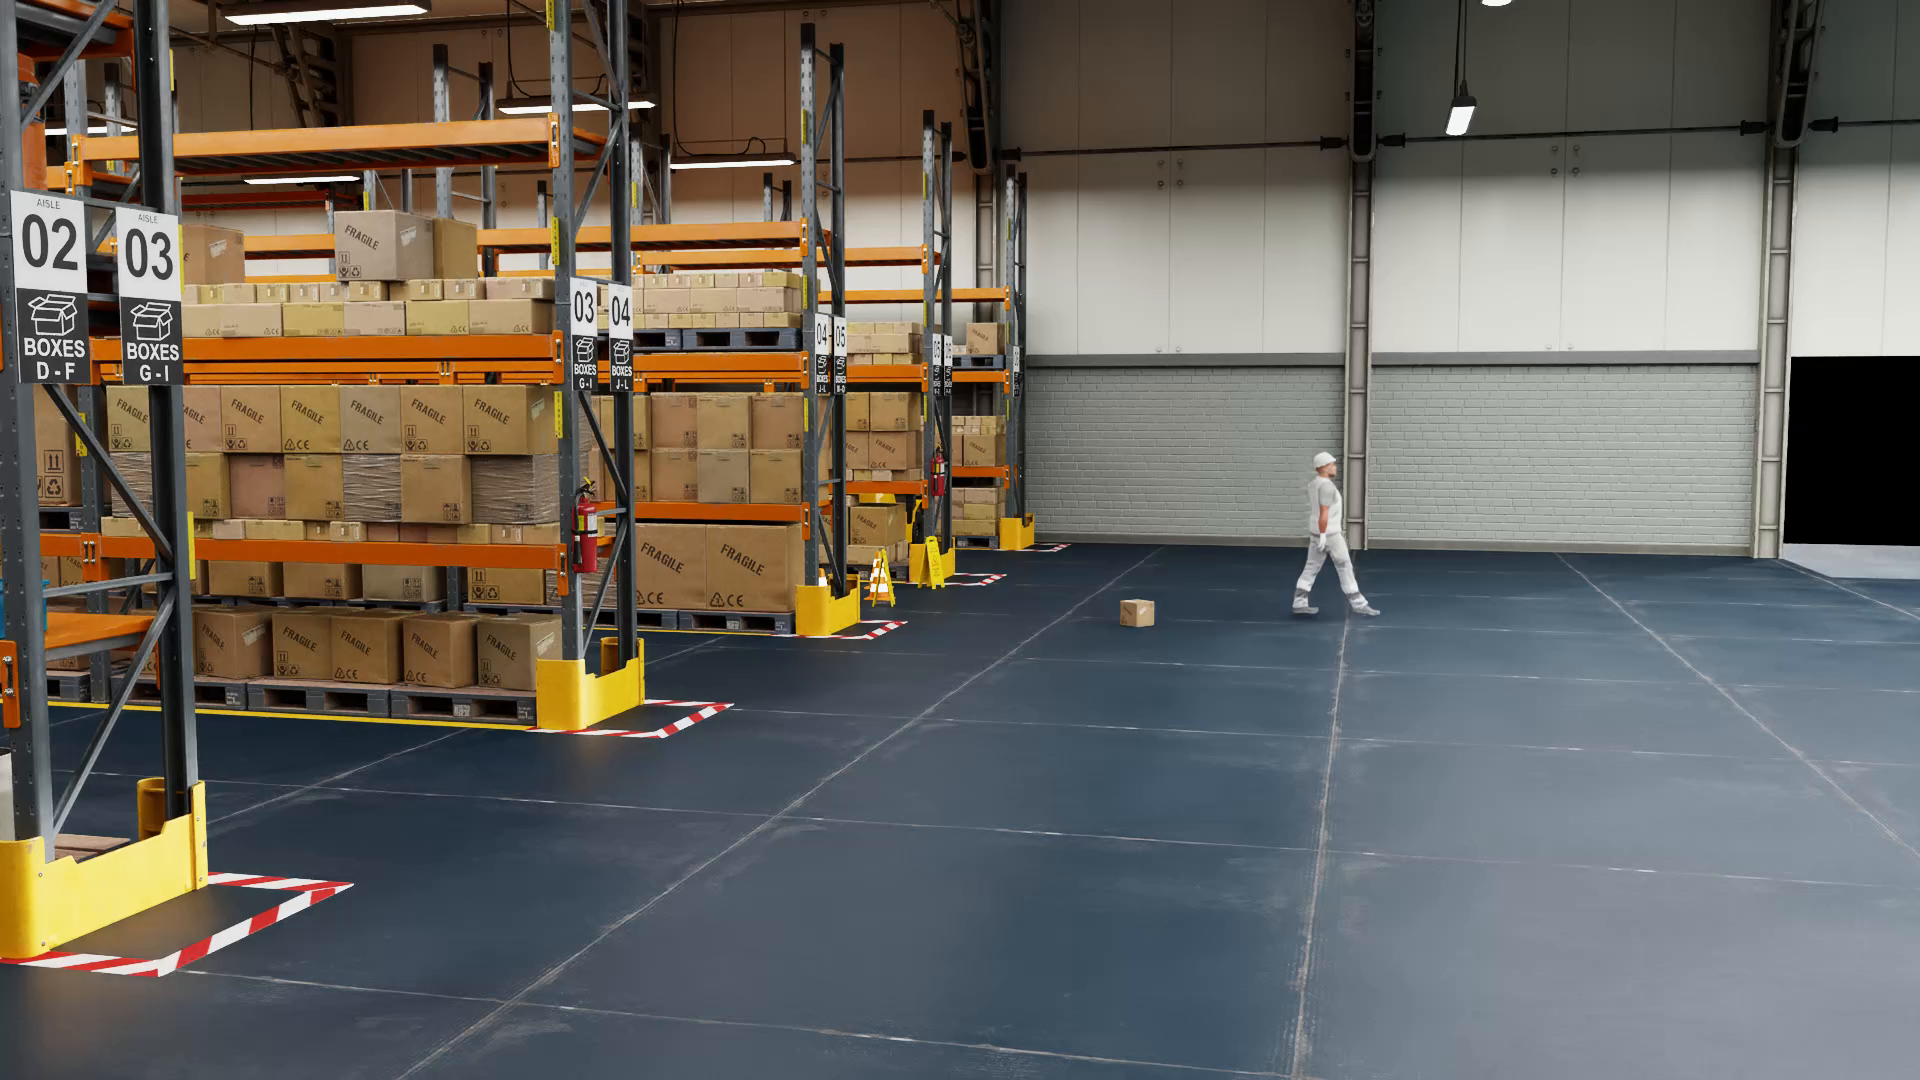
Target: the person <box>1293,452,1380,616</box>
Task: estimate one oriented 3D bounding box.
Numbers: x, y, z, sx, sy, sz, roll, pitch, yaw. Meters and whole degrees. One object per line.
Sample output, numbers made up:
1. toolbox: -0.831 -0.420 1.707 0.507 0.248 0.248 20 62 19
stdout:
1. person: 4.061 -0.071 17.957 0.920 1.752 0.532 -1 5 -9
